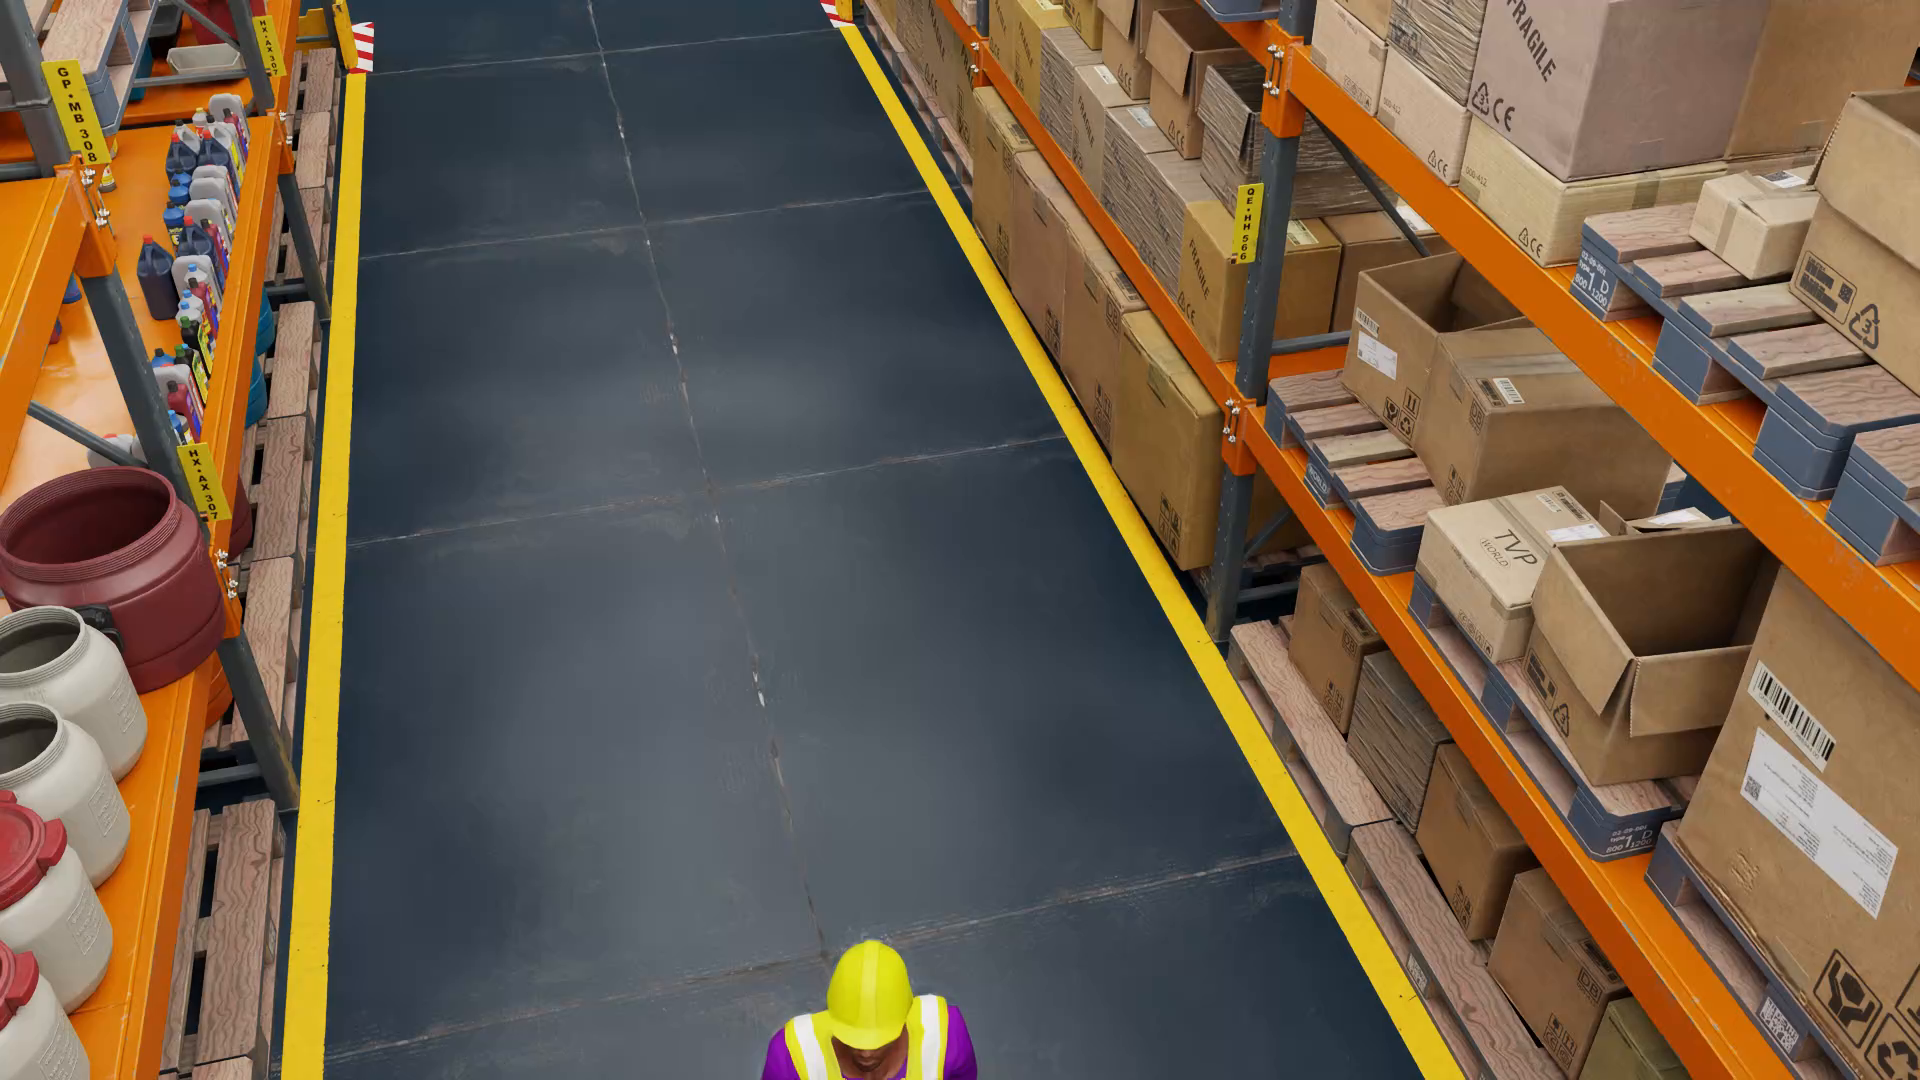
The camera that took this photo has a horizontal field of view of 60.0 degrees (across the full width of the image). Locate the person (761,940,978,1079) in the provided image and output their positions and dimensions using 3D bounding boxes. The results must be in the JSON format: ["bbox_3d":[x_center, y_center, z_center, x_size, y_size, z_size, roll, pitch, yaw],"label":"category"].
[{"bbox_3d":[-0.221,1.742,4.474,0.617,1.823,0.563,-3,38,-4],"label":"person"}]
